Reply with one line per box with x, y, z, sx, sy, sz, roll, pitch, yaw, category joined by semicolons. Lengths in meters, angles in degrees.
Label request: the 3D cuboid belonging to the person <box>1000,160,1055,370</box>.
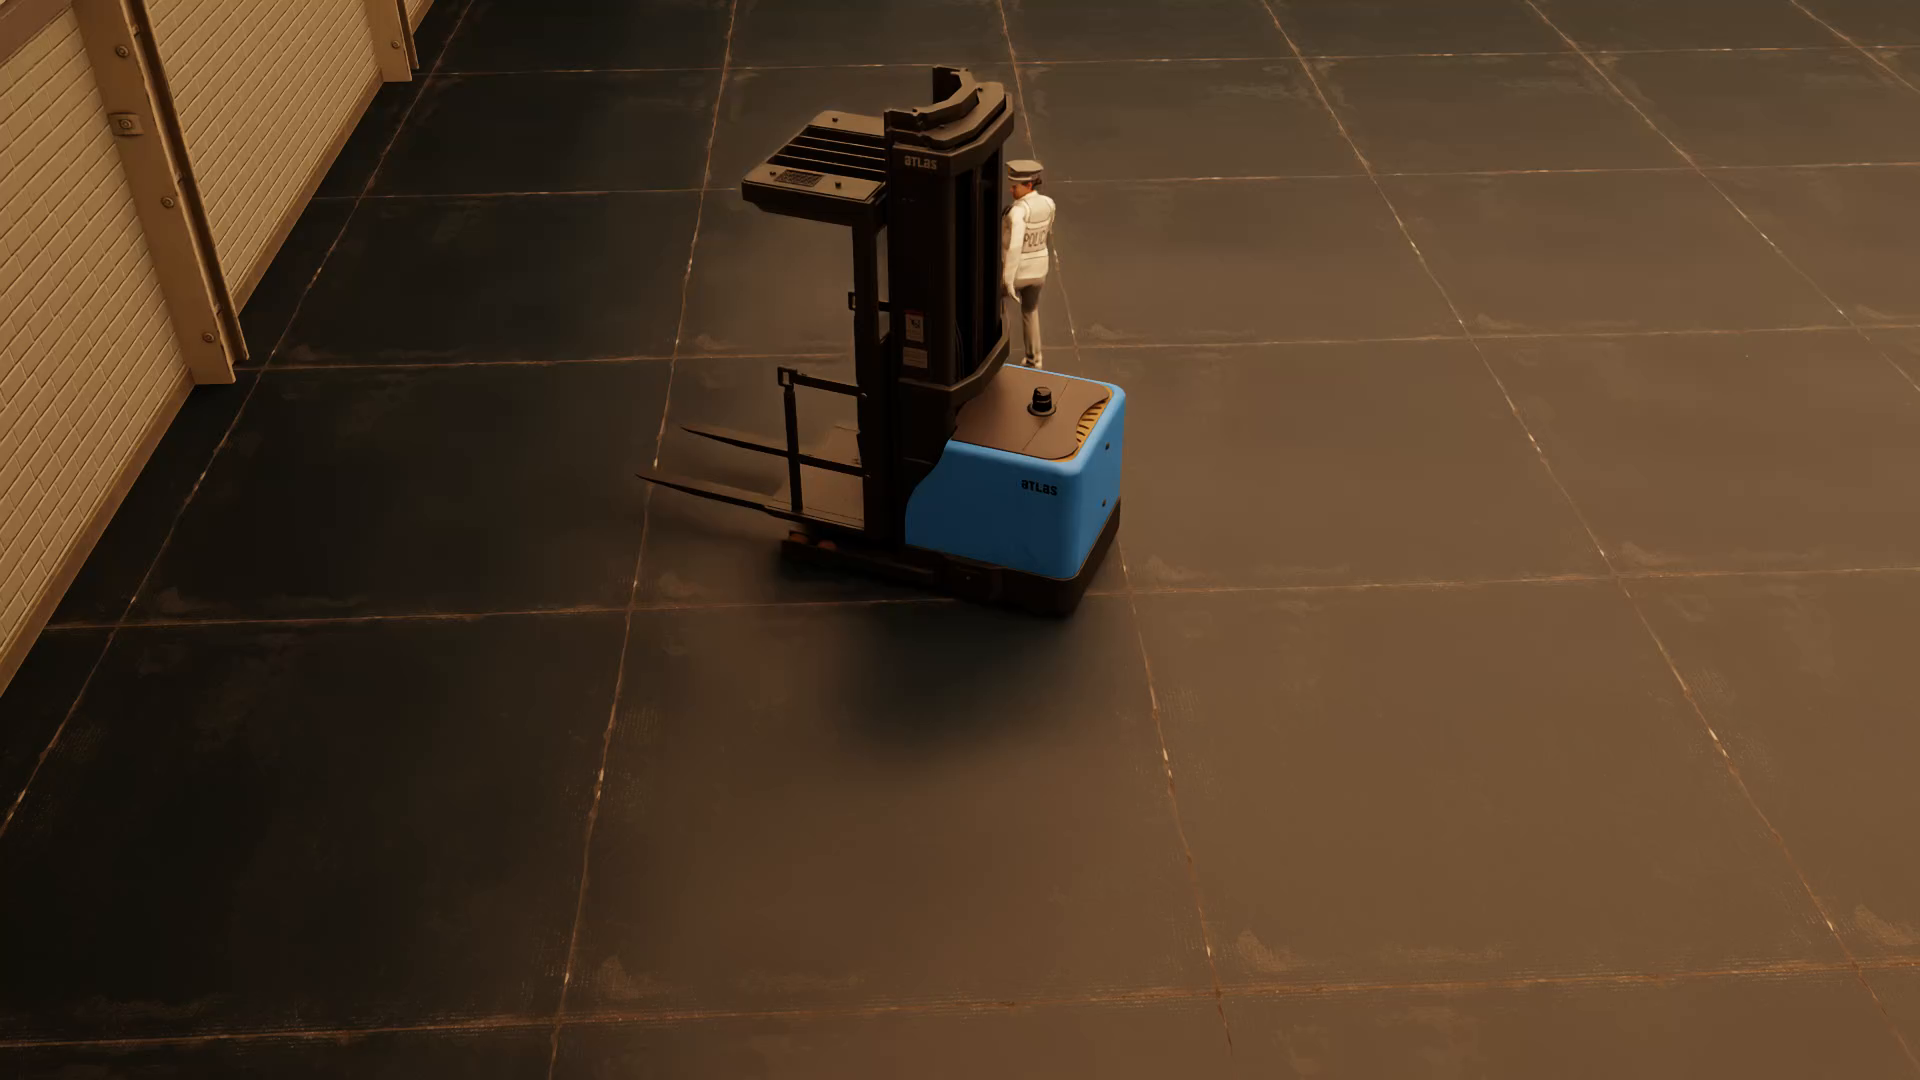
0.439;-1.874;11.764;0.577;1.666;0.734;-16;39;-21;person

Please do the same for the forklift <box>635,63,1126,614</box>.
-0.565;-1.291;9.783;3.031;2.935;1.130;13;38;17;forklift
